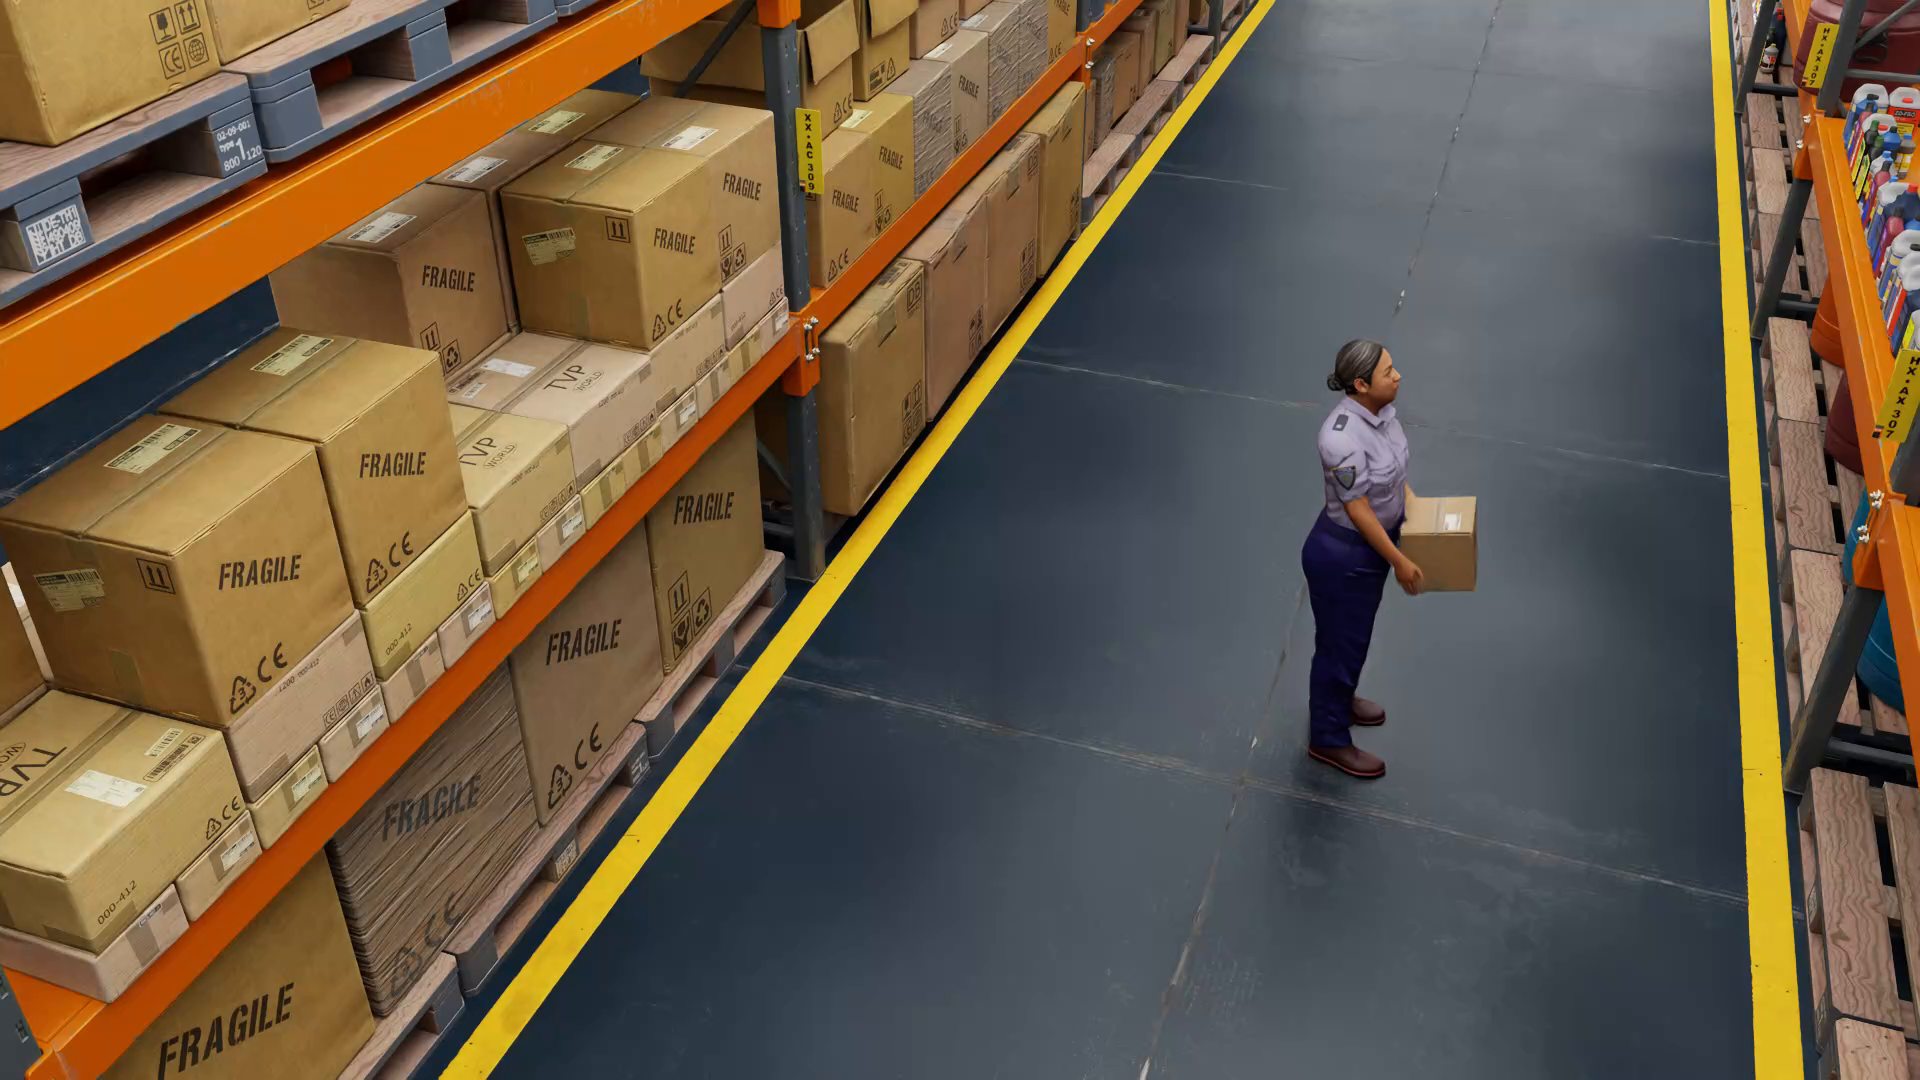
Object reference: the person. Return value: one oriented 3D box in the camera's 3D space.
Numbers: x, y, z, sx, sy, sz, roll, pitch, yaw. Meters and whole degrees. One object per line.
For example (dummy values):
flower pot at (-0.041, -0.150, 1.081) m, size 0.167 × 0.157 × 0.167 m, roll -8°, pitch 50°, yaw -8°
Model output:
person at (1.490, 0.052, 6.071) m, size 0.475 × 1.650 × 0.509 m, roll 16°, pitch 37°, yaw 22°
